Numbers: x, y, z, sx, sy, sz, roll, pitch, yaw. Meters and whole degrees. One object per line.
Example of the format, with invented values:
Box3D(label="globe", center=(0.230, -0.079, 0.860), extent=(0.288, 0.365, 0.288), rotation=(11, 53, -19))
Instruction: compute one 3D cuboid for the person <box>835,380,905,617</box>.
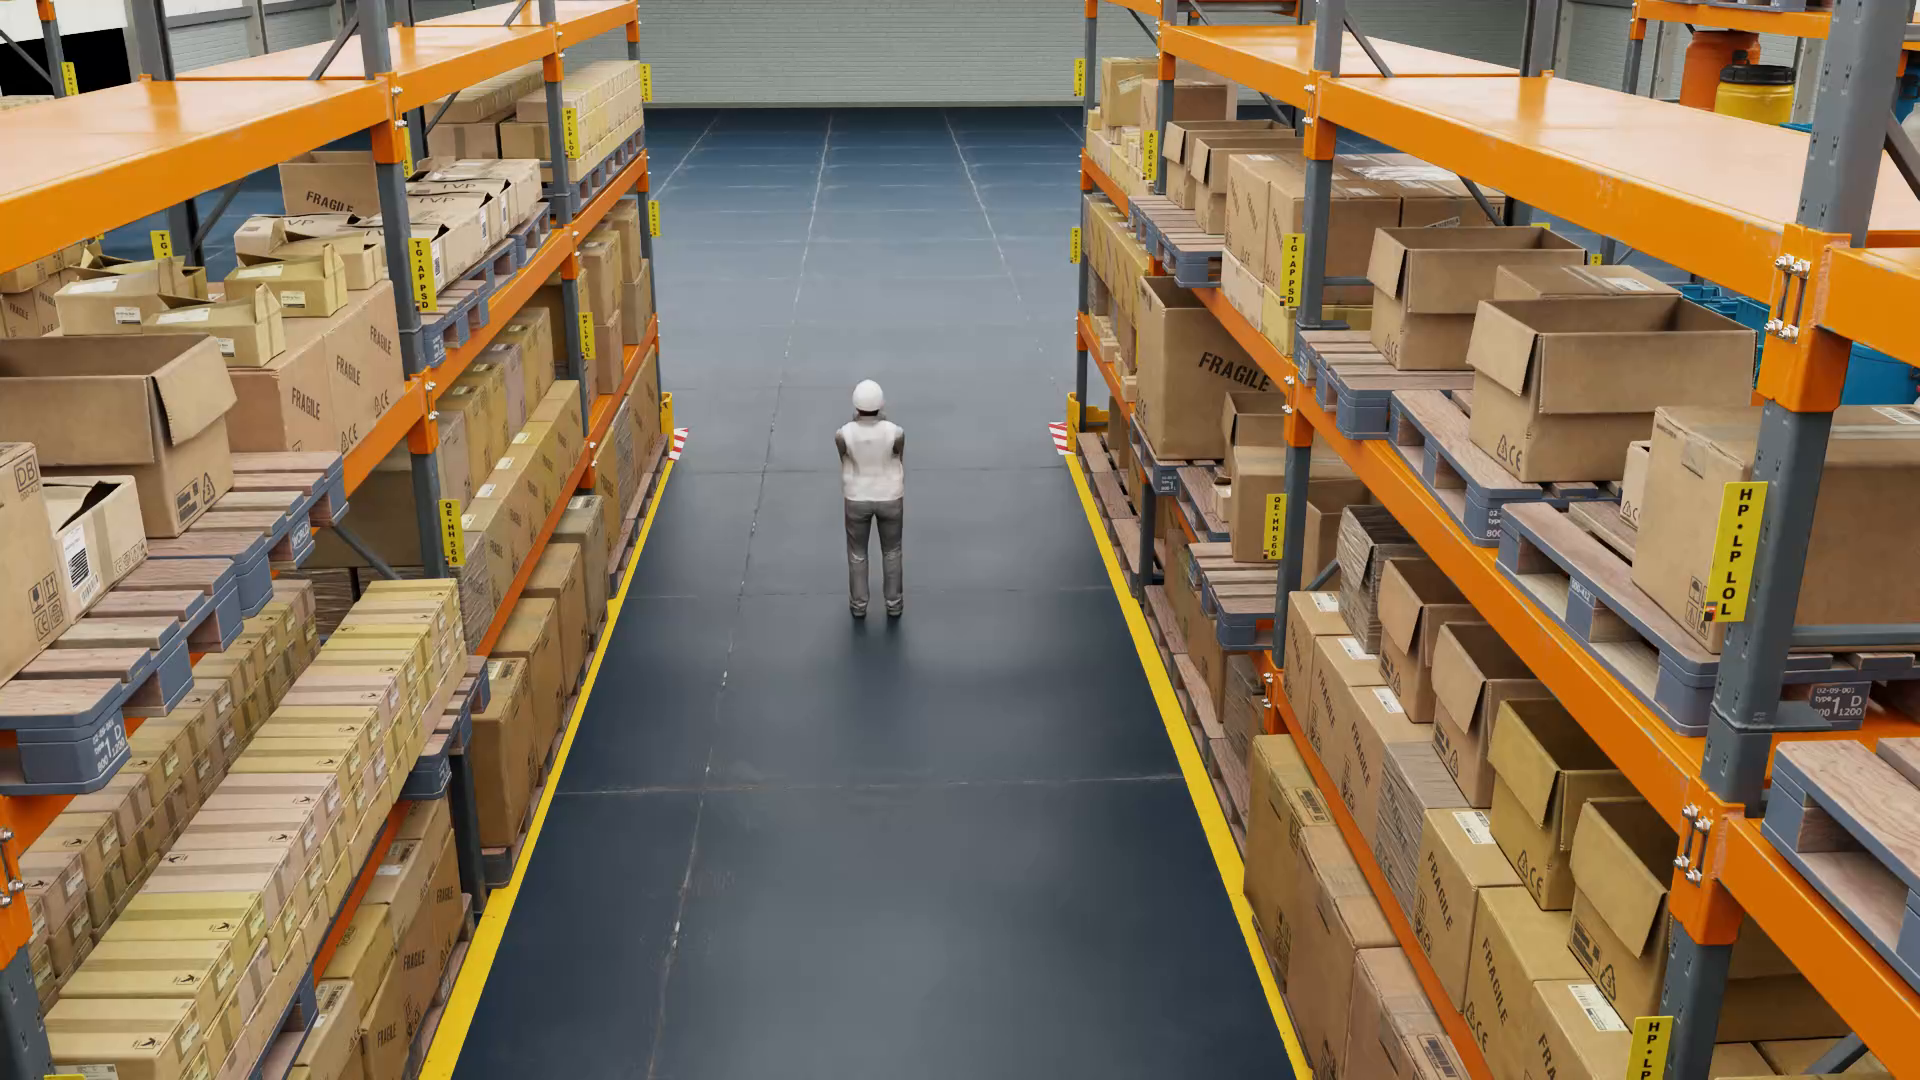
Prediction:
Box3D(label="person", center=(-0.638, -0.332, 11.953), extent=(0.494, 1.762, 0.564), rotation=(-1, 20, -3))
